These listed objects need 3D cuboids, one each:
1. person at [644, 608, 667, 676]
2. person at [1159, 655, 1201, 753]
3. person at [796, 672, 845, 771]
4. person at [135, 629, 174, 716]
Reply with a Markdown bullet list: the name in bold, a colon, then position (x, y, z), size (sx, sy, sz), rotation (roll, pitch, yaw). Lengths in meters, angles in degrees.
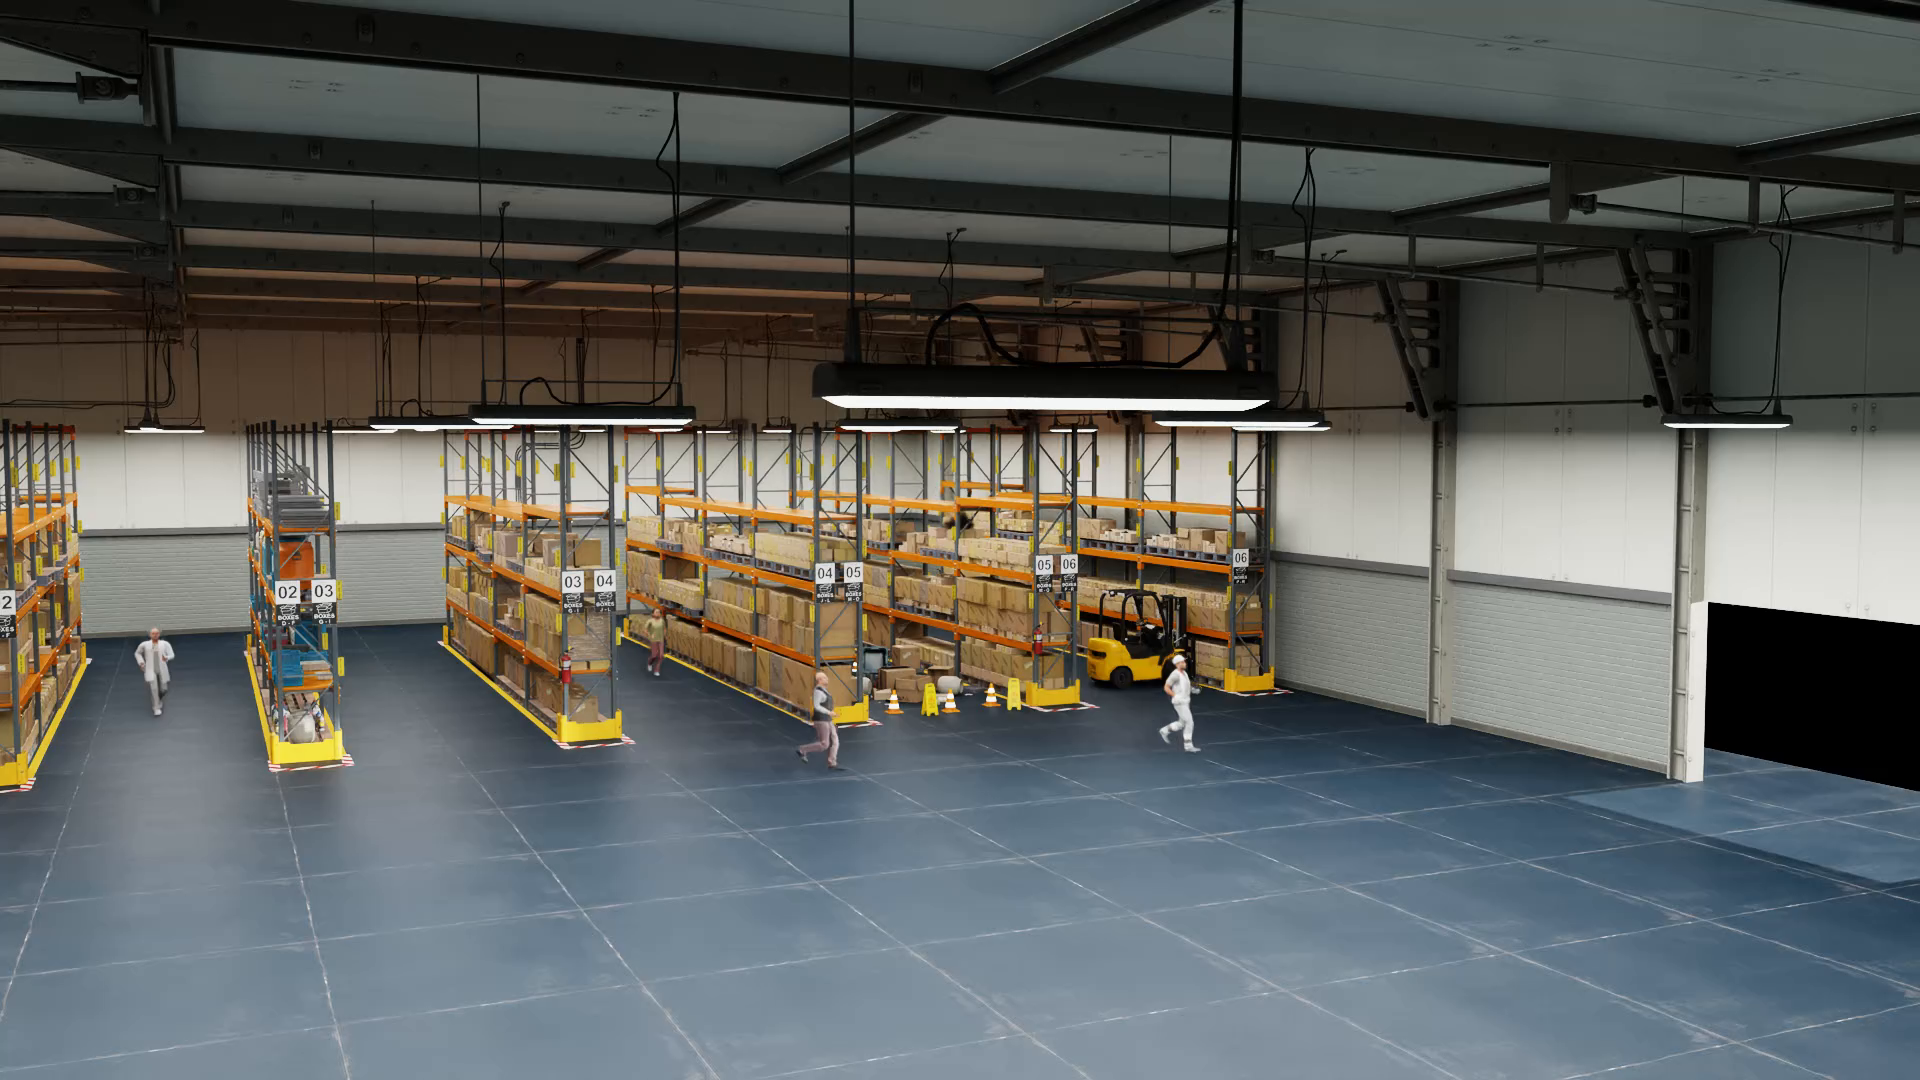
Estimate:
- **person**: position (-7.271, 2.424, 39.755), size (0.572, 1.624, 0.549), rotation (-2, 4, -31)
- **person**: position (3.977, 2.961, 30.151), size (0.849, 1.757, 0.668), rotation (2, 4, 28)
- **person**: position (-2.377, 3.105, 28.392), size (0.831, 1.707, 0.670), rotation (0, 4, 6)
- **person**: position (-16.581, 2.700, 34.272), size (0.720, 1.751, 0.964), rotation (-2, 4, -34)
